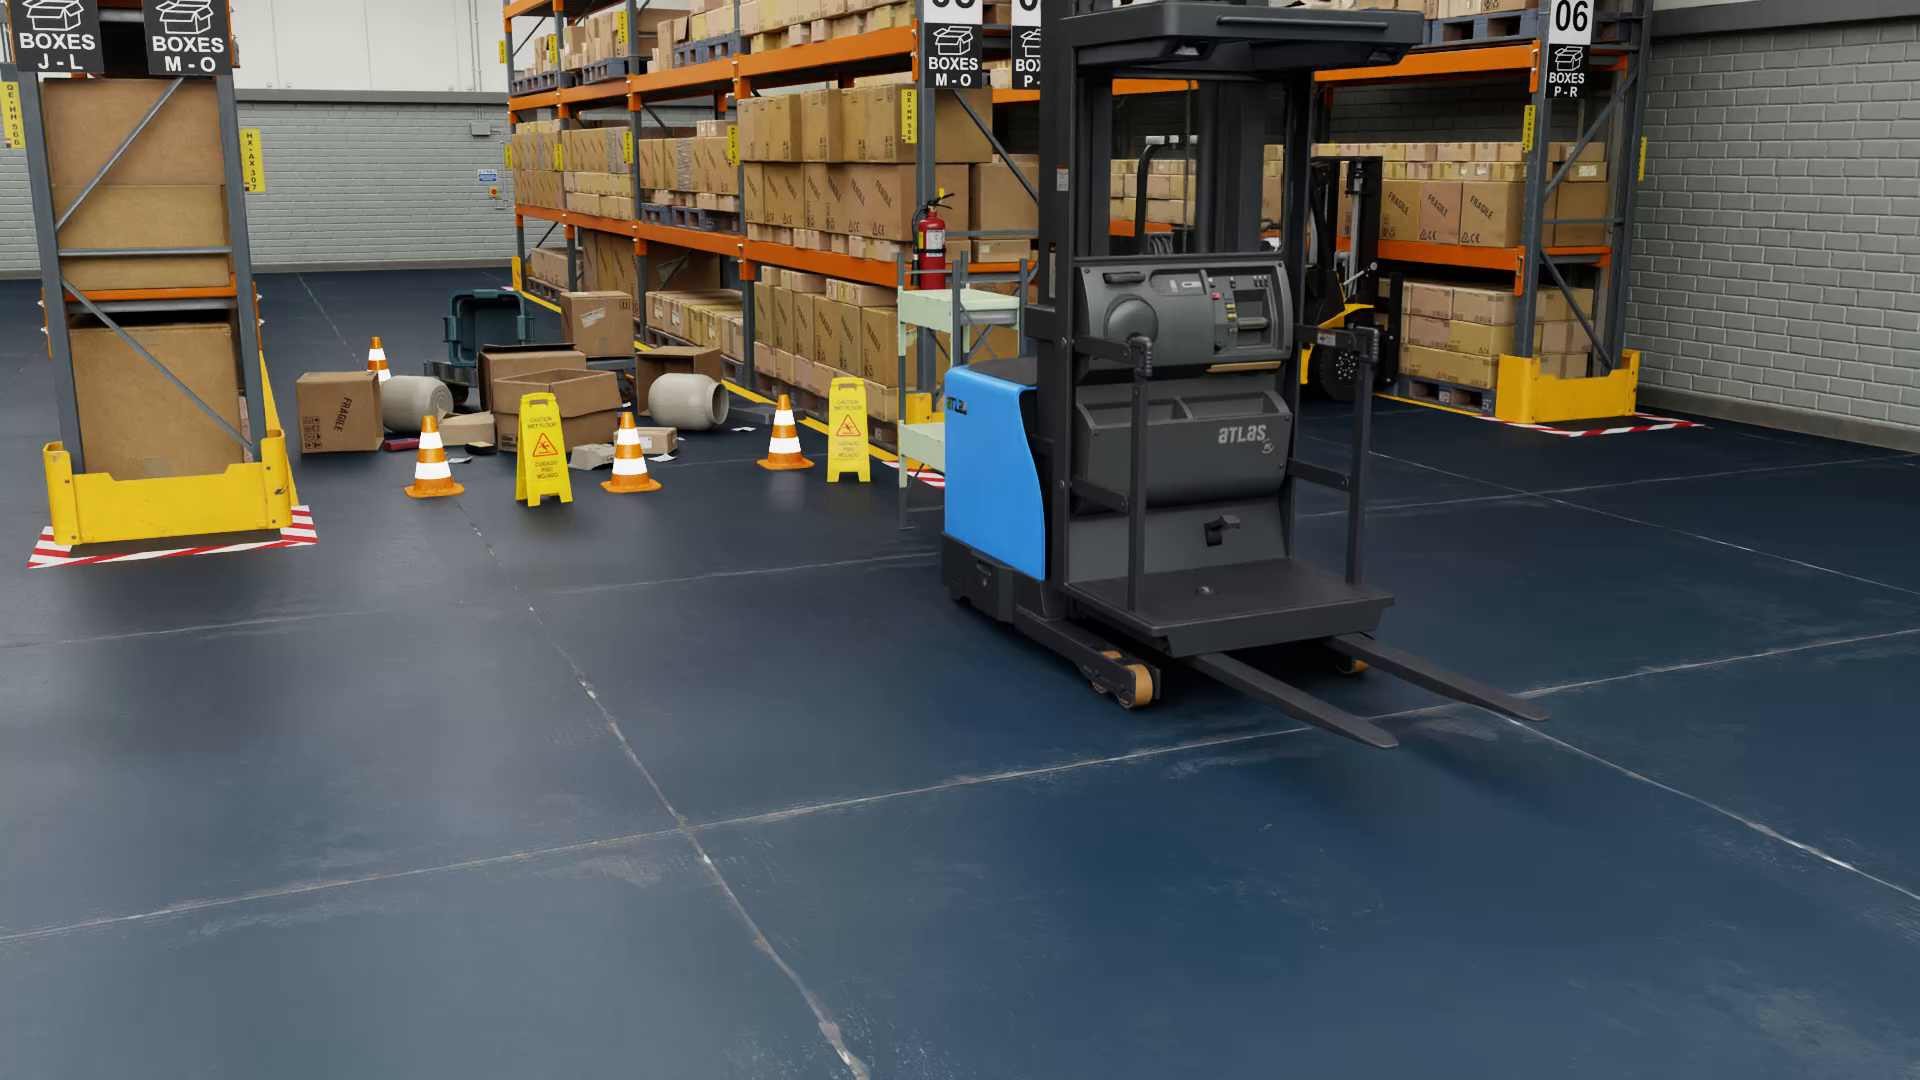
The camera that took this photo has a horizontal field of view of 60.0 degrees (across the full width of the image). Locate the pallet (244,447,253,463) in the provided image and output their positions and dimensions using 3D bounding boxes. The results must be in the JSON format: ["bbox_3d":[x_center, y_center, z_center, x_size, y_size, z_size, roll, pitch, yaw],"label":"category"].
[{"bbox_3d":[-4.688,-0.320,9.786,1.003,0.211,1.213,-6,14,-23],"label":"pallet"}]

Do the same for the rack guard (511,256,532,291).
[{"bbox_3d":[-6.220,-4.082,25.397,1.175,0.500,0.348,-6,14,-23],"label":"rack guard"}]

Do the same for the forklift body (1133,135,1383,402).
[{"bbox_3d":[2.314,-2.251,13.828,2.313,2.155,1.214,-6,14,-23],"label":"forklift body"}]

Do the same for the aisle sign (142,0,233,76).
[{"bbox_3d":[-3.993,-2.800,8.549,0.394,0.787,0.004,-6,14,-23],"label":"aisle sign"}]

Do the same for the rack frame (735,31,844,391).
[{"bbox_3d":[-1.404,-2.815,14.381,1.000,3.000,0.127,-6,14,-23],"label":"rack frame"}]

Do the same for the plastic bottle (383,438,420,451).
[{"bbox_3d":[-3.873,-0.672,11.639,0.283,0.061,0.133,-12,18,-42],"label":"plastic bottle"}]

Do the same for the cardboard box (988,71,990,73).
[{"bbox_3d":[0.590,-6.244,21.946,0.380,0.149,0.250,-6,14,-25],"label":"cardboard box"}]

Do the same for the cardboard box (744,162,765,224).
[{"bbox_3d":[-1.483,-2.893,13.835,0.500,0.500,0.500,-6,14,-23],"label":"cardboard box"}]

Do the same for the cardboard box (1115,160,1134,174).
[{"bbox_3d":[1.925,-4.097,18.261,0.380,0.149,0.250,-5,14,-22],"label":"cardboard box"}]

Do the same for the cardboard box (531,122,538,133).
[{"bbox_3d":[-5.739,-5.724,23.070,0.380,0.149,0.250,-6,14,-24],"label":"cardboard box"}]

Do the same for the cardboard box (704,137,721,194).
[{"bbox_3d":[-1.999,-3.391,15.054,0.500,0.500,0.500,-6,14,-23],"label":"cardboard box"}]

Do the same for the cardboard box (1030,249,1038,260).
[{"bbox_3d":[0.973,-3.526,20.627,0.380,0.149,0.250,-6,15,-26],"label":"cardboard box"}]

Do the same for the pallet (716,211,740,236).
[{"bbox_3d":[-1.577,-2.893,15.142,1.003,0.211,1.213,-6,14,-23],"label":"pallet"}]

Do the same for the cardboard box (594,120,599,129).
[{"bbox_3d":[-4.614,-5.460,21.931,0.380,0.149,0.250,-5,14,-22],"label":"cardboard box"}]

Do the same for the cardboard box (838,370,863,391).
[{"bbox_3d":[-0.572,-1.104,12.155,0.500,0.250,0.500,-6,14,-23],"label":"cardboard box"}]

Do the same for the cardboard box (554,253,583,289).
[{"bbox_3d":[-5.121,-3.749,23.166,0.875,0.438,0.875,-6,14,-25],"label":"cardboard box"}]

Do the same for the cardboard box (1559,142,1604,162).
[{"bbox_3d":[4.806,-3.036,13.016,0.380,0.149,0.250,-6,14,-24],"label":"cardboard box"}]

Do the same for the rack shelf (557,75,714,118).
[{"bbox_3d":[-3.807,-5.166,19.480,1.077,0.370,4.000,-6,14,-23],"label":"rack shelf"}]

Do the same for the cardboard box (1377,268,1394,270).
[{"bbox_3d":[3.734,-2.429,15.662,0.500,0.250,0.500,-6,14,-24],"label":"cardboard box"}]

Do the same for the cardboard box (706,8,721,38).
[{"bbox_3d":[-1.968,-4.621,14.931,0.500,0.250,0.500,-5,14,-22],"label":"cardboard box"}]

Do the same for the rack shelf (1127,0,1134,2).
[{"bbox_3d":[2.342,-6.055,17.557,1.077,0.370,4.000,-6,14,-23],"label":"rack shelf"}]

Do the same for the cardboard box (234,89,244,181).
[{"bbox_3d":[-4.814,-2.433,10.004,0.875,0.550,0.550,-6,14,-23],"label":"cardboard box"}]

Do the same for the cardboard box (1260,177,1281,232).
[{"bbox_3d":[3.081,-3.198,15.813,0.500,0.500,0.500,-6,14,-25],"label":"cardboard box"}]

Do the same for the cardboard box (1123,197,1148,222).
[{"bbox_3d":[2.110,-3.586,18.046,0.500,0.250,0.500,-5,14,-21],"label":"cardboard box"}]

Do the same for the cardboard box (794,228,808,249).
[{"bbox_3d":[-1.068,-2.334,12.858,0.380,0.149,0.250,-6,14,-23],"label":"cardboard box"}]

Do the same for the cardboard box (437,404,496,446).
[{"bbox_3d":[-3.523,-0.827,11.852,0.396,0.266,0.258,-3,13,-13],"label":"cardboard box"}]

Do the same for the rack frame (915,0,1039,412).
[{"bbox_3d":[0.199,-1.989,10.811,1.000,3.000,0.127,-6,14,-23],"label":"rack frame"}]

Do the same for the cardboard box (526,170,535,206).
[{"bbox_3d":[-5.866,-5.009,23.640,0.500,0.500,0.500,-6,14,-23],"label":"cardboard box"}]

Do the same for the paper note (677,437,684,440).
[{"bbox_3d":[-2.022,-0.732,12.010,0.032,0.001,0.123,-6,14,-23],"label":"paper note"}]

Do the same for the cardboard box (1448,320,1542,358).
[{"bbox_3d":[4.264,-1.619,13.270,0.500,0.250,0.500,-6,14,-24],"label":"cardboard box"}]

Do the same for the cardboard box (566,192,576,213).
[{"bbox_3d":[-4.674,-4.280,21.044,0.500,0.250,0.500,-6,14,-24],"label":"cardboard box"}]

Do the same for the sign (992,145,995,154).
[{"bbox_3d":[0.445,-5.532,23.552,0.100,0.325,0.005,-6,14,-23],"label":"sign"}]

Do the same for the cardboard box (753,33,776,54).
[{"bbox_3d":[-1.452,-4.008,13.441,0.380,0.149,0.250,-6,14,-23],"label":"cardboard box"}]

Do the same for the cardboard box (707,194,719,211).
[{"bbox_3d":[-2.088,-3.085,15.172,0.380,0.149,0.250,-6,14,-24],"label":"cardboard box"}]

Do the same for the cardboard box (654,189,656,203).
[{"bbox_3d":[-2.964,-3.578,17.305,0.380,0.149,0.250,-7,15,-26],"label":"cardboard box"}]

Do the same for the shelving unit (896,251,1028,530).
[{"bbox_3d":[0.003,-0.729,8.695,0.431,1.500,0.755,-6,14,-23],"label":"shelving unit"}]

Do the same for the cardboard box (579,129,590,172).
[{"bbox_3d":[-4.268,-4.681,20.002,0.500,0.500,0.500,-6,14,-24],"label":"cardboard box"}]

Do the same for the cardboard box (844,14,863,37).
[{"bbox_3d":[-0.589,-3.588,11.626,0.380,0.149,0.250,-6,14,-23],"label":"cardboard box"}]

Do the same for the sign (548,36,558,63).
[{"bbox_3d":[-5.116,-6.169,20.899,0.100,0.325,0.005,-6,14,-23],"label":"sign"}]

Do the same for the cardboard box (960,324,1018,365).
[{"bbox_3d":[0.119,-1.416,11.838,0.500,0.500,0.500,-6,14,-25],"label":"cardboard box"}]

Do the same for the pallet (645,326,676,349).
[{"bbox_3d":[-2.694,-2.122,17.568,1.003,0.211,1.213,-6,14,-23],"label":"pallet"}]

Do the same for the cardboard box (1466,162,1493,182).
[{"bbox_3d":[4.220,-2.899,13.083,0.380,0.149,0.250,-5,14,-22],"label":"cardboard box"}]

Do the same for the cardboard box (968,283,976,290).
[{"bbox_3d":[0.344,-3.571,22.259,0.500,0.500,0.500,-6,14,-25],"label":"cardboard box"}]

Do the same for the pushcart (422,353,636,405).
[{"bbox_3d":[-3.473,-1.321,13.743,1.648,0.377,0.936,-12,18,-42],"label":"pushcart"}]

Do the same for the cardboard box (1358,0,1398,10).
[{"bbox_3d":[3.827,-4.617,14.133,0.797,0.503,0.637,-5,14,-21],"label":"cardboard box"}]

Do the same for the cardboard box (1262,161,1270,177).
[{"bbox_3d":[3.030,-3.539,15.850,0.380,0.149,0.250,-6,14,-24],"label":"cardboard box"}]

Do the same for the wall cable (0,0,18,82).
[{"bbox_3d":[-14.398,-10.369,26.579,2.277,5.999,0.120,-6,14,-23],"label":"wall cable"}]

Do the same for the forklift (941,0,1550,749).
[{"bbox_3d":[0.984,-0.914,6.317,1.130,2.935,3.031,-6,14,-24],"label":"forklift"}]

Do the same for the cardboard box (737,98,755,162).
[{"bbox_3d":[-1.426,-3.386,13.746,0.700,0.500,0.500,-6,14,-24],"label":"cardboard box"}]

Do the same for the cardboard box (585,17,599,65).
[{"bbox_3d":[-3.978,-5.694,19.015,0.500,0.500,0.500,-5,14,-22],"label":"cardboard box"}]

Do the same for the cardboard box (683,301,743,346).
[{"bbox_3d":[-2.187,-2.139,16.358,0.950,0.372,0.625,-5,14,-21],"label":"cardboard box"}]

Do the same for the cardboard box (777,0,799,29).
[{"bbox_3d":[-1.074,-4.022,12.618,0.500,0.250,0.500,-5,14,-22],"label":"cardboard box"}]

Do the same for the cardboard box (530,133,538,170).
[{"bbox_3d":[-5.652,-5.391,23.070,0.500,0.500,0.500,-6,14,-23],"label":"cardboard box"}]

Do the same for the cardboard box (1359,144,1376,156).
[{"bbox_3d":[3.704,-3.372,14.469,0.380,0.149,0.250,-6,14,-23],"label":"cardboard box"}]

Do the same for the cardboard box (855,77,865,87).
[{"bbox_3d":[-1.321,-6.950,25.269,0.500,0.250,0.500,-6,14,-25],"label":"cardboard box"}]

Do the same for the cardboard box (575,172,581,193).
[{"bbox_3d":[-4.456,-4.417,20.526,0.500,0.250,0.500,-5,14,-22],"label":"cardboard box"}]
